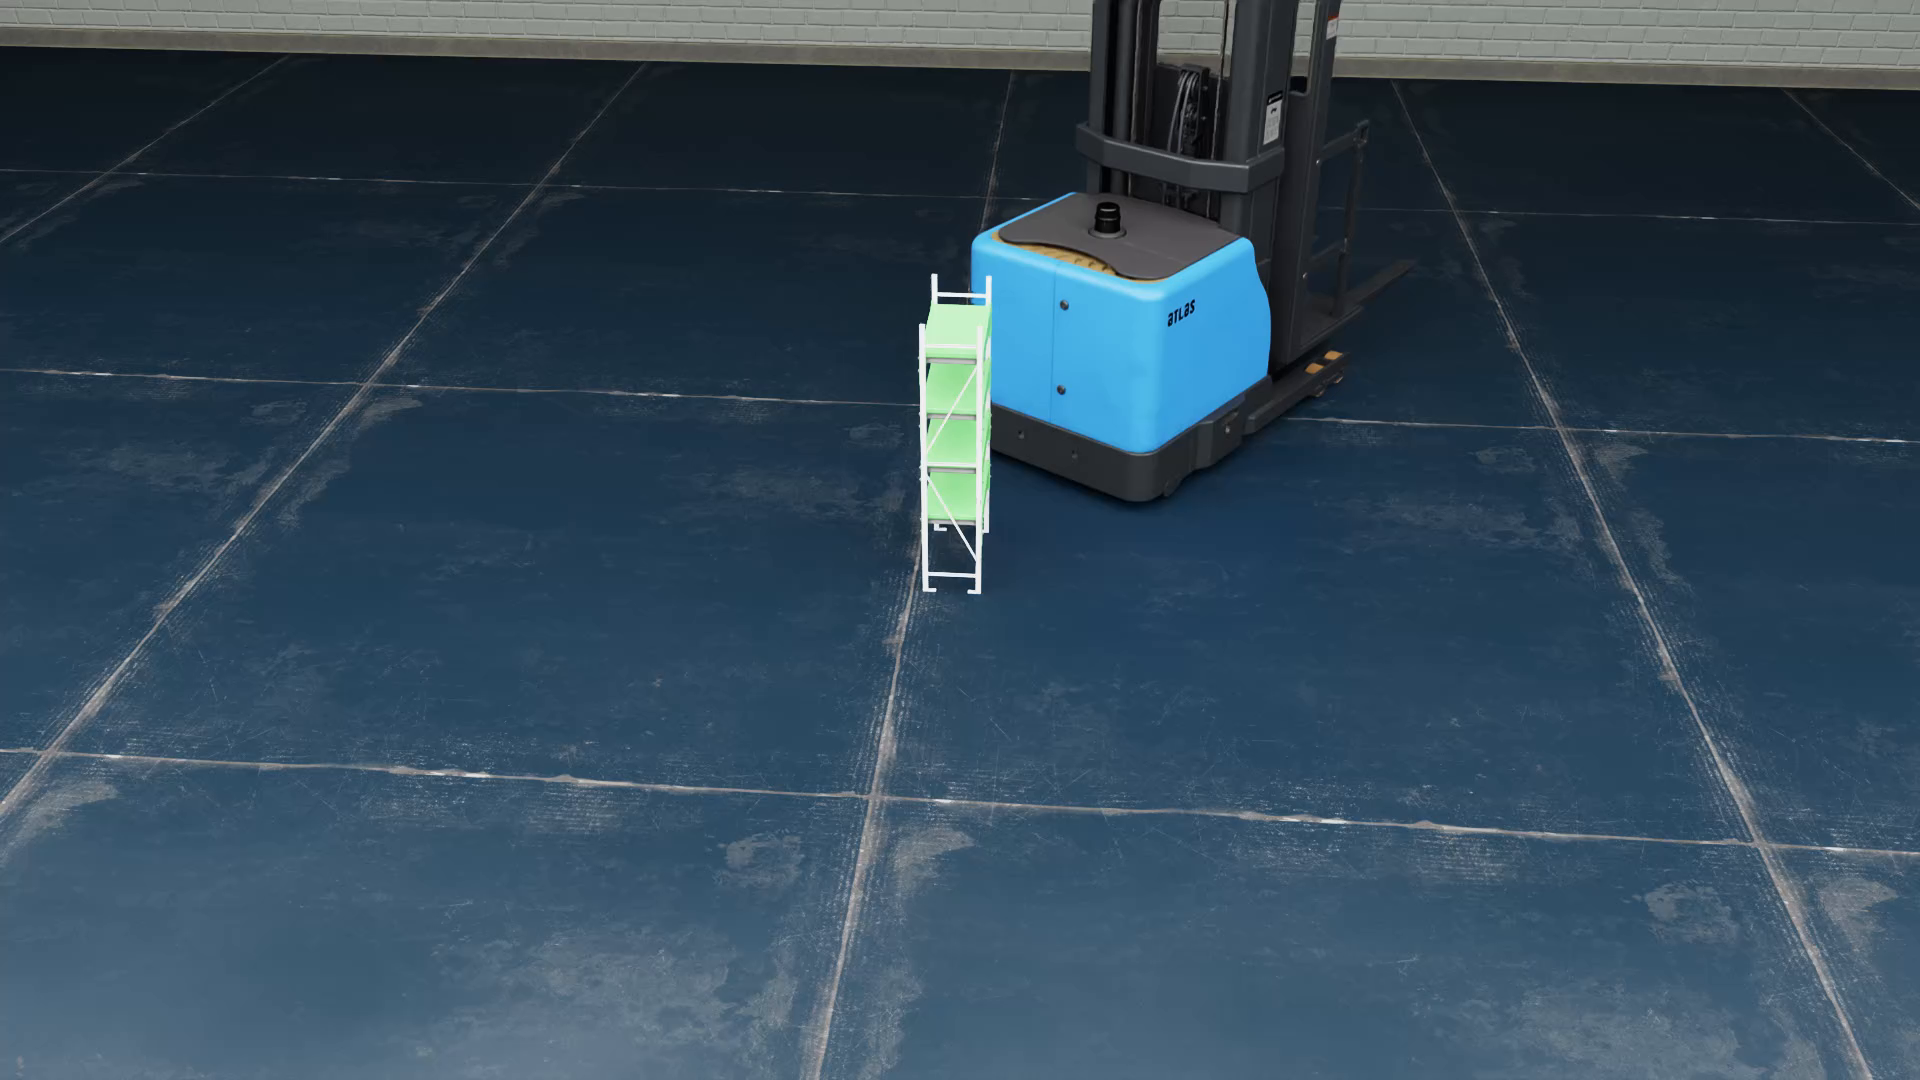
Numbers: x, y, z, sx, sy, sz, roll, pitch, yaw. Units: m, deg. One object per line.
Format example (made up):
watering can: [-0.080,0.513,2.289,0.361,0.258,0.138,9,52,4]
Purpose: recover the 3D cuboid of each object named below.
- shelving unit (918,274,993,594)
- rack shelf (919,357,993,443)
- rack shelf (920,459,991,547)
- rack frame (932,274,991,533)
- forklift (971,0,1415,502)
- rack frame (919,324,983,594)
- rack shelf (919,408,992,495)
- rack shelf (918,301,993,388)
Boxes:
shelving unit: [-0.013,-0.424,6.795,0.258,1.200,0.503,2,32,4]
rack shelf: [-0.013,-0.574,6.702,0.258,0.148,0.480,2,32,4]
rack shelf: [-0.013,-0.166,6.954,0.258,0.148,0.480,2,32,4]
rack frame: [0.006,-0.552,7.002,0.240,1.200,0.015,2,32,4]
forklift: [1.354,-2.122,7.900,1.130,2.935,3.031,23,38,32]
rack frame: [-0.033,-0.297,6.588,0.240,1.200,0.015,2,32,4]
rack shelf: [-0.013,-0.370,6.828,0.258,0.148,0.480,2,32,4]
rack shelf: [-0.013,-0.778,6.576,0.258,0.148,0.480,2,32,4]
